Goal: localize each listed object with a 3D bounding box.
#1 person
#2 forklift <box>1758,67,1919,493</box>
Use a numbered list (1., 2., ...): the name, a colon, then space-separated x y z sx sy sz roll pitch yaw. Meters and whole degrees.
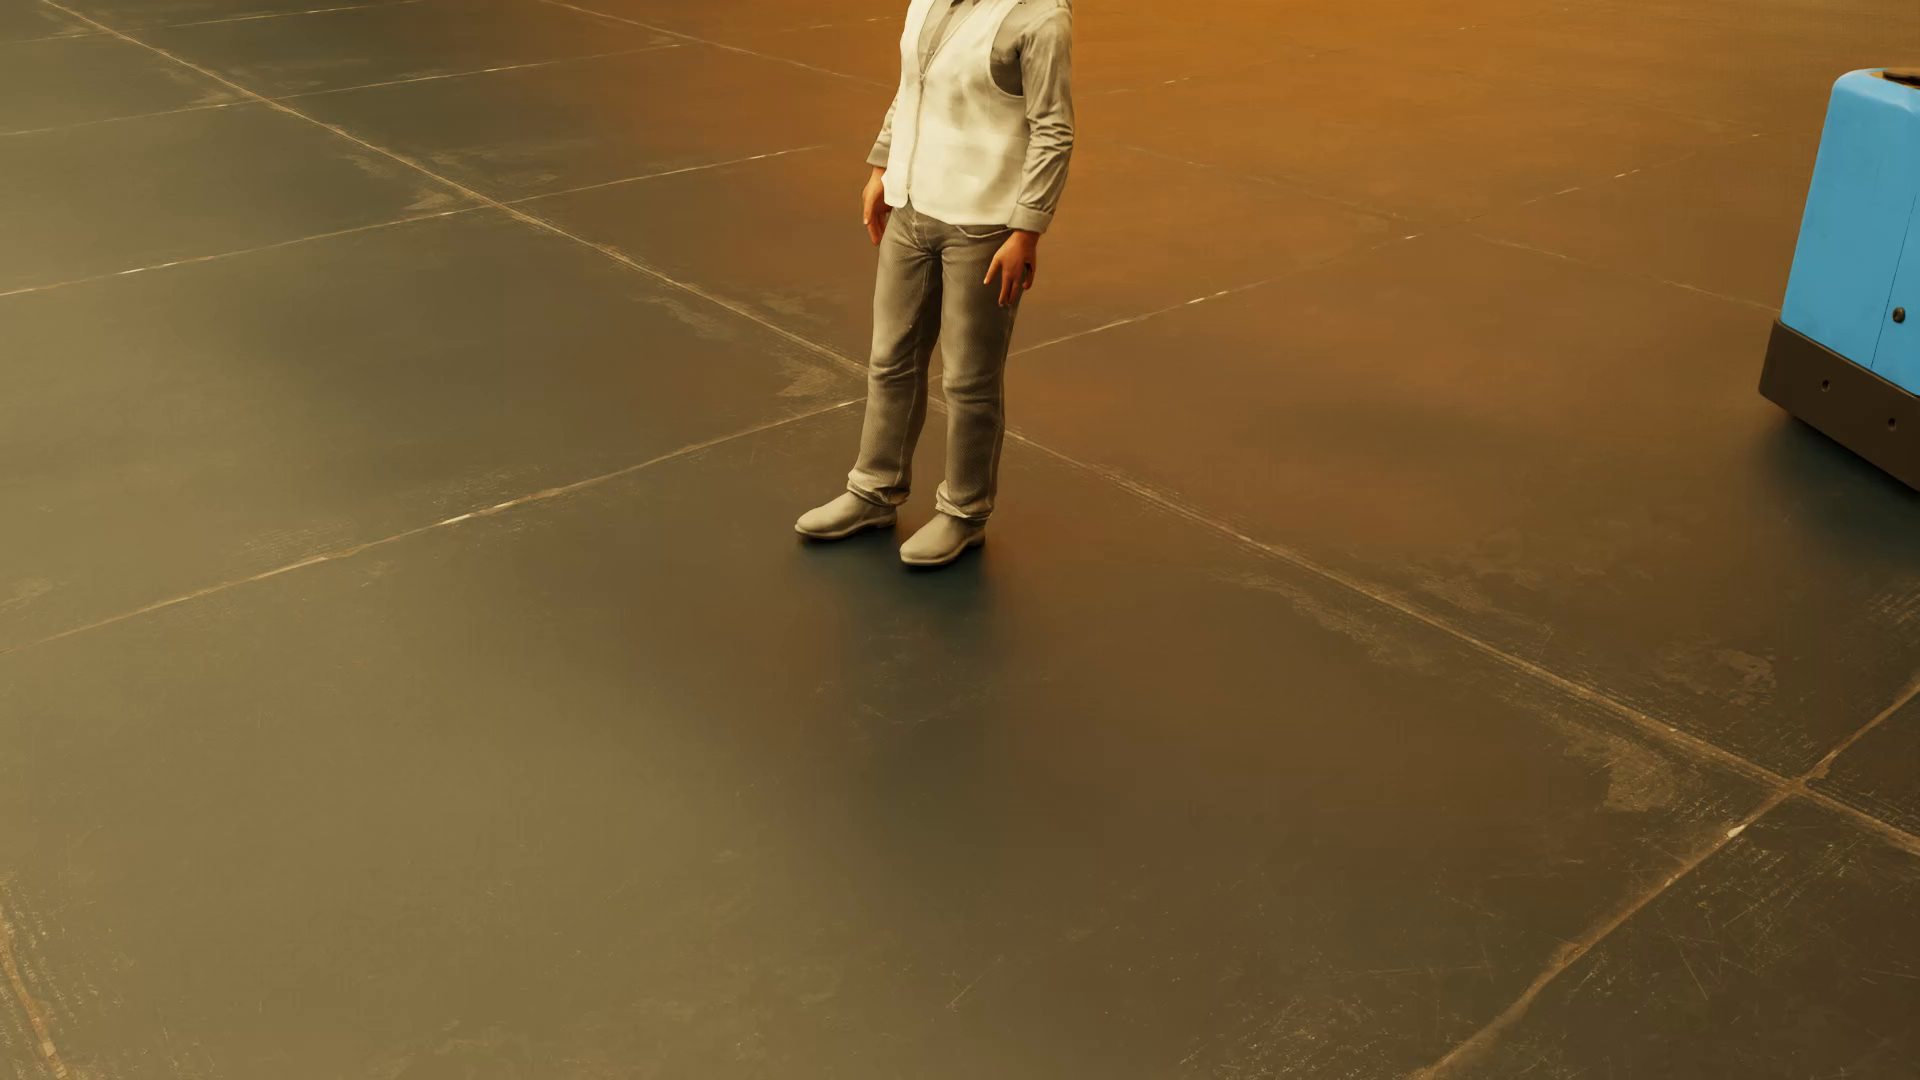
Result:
1. person: -0.054 -0.785 4.072 0.562 1.775 0.633 -20 33 -35
2. forklift: 4.099 -1.624 4.477 3.031 2.935 1.130 -4 27 -8
